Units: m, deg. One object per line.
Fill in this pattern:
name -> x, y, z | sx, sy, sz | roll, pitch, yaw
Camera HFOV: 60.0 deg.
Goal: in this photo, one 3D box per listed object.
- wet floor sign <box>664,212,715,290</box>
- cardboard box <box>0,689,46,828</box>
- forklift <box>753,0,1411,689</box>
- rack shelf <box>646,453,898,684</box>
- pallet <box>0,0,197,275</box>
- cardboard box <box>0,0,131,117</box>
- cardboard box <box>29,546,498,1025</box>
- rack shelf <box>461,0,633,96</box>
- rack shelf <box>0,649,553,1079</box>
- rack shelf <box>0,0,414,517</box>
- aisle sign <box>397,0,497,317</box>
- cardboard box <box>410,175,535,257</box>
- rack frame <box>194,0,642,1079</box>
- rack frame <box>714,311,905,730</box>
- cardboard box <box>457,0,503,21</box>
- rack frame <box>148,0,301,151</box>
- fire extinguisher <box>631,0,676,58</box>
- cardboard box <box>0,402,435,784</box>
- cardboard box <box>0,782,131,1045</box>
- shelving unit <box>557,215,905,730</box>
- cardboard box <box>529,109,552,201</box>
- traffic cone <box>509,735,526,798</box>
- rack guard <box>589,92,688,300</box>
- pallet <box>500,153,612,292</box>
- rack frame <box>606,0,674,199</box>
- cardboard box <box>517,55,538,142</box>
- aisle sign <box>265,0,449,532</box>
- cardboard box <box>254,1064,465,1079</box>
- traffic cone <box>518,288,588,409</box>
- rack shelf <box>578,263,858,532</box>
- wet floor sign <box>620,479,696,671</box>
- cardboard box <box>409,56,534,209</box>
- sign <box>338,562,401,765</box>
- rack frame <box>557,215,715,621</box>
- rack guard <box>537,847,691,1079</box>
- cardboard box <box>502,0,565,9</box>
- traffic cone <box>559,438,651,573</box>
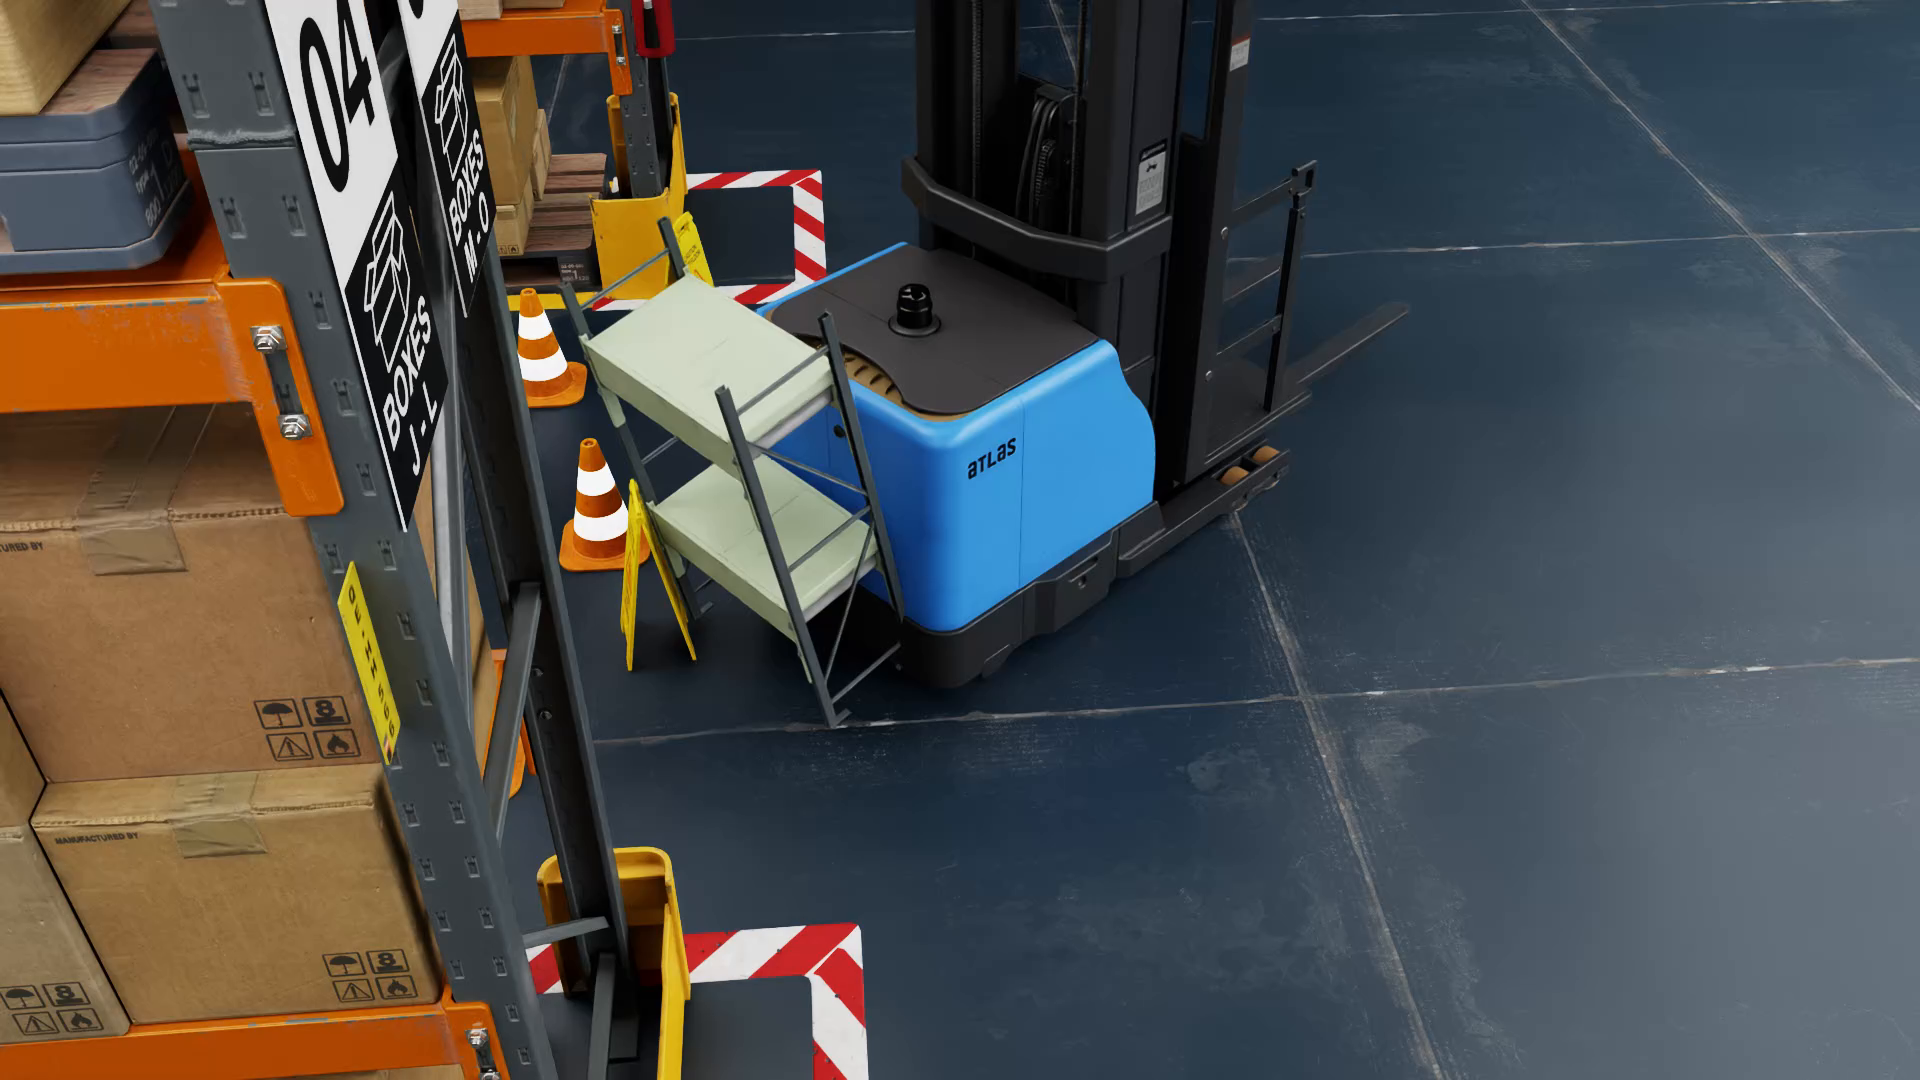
wet floor sign -> -1.163, -1.077, 7.094 | 0.232, 0.644, 0.267 | 9, 39, 12
cardboard box -> -1.821, -0.002, 2.838 | 0.550, 0.550, 0.875 | -3, 38, -4
forklift -> 0.642, -1.467, 5.743 | 1.130, 2.935, 3.031 | 32, 48, 34
rack shelf -> -0.602, 0.048, 5.418 | 0.431, 0.370, 0.720 | -40, 53, -24
pallet -> -1.646, -0.698, 2.363 | 1.213, 0.211, 1.003 | -3, 38, -4
cardboard box -> -1.209, -0.658, 2.024 | 0.250, 0.149, 0.380 | -3, 38, -4
cardboard box -> -1.274, 0.387, 3.217 | 0.550, 0.550, 0.875 | -3, 38, -4
rack shelf -> -3.439, -2.259, 7.272 | 4.000, 0.370, 1.077 | -3, 38, -4
rack shelf -> -2.900, 0.790, 3.408 | 4.000, 0.370, 1.077 | -3, 38, -4
rack shelf -> -2.900, -0.388, 2.479 | 4.000, 0.370, 1.077 | -3, 38, -4
aisle sign -> -0.864, -0.812, 2.759 | 0.004, 0.787, 0.394 | -3, 38, -4
cardboard box -> -2.252, -1.525, 7.642 | 0.500, 0.250, 0.500 | -3, 38, -4
rack frame -> -0.908, 0.397, 3.325 | 0.127, 3.000, 1.000 | -3, 38, -4
rack frame -> -0.392, -0.001, 4.978 | 0.400, 1.500, 0.023 | -40, 53, -24
cardboard box -> -2.043, -2.318, 6.969 | 0.250, 0.149, 0.380 | -4, 38, -5
rack frame -> -0.908, -1.958, 1.466 | 0.127, 3.000, 1.000 | -3, 38, -4
fire extinguisher -> -1.292, -2.343, 6.860 | 0.183, 0.674, 0.296 | -3, 38, -4
cardboard box -> -1.281, -0.089, 2.948 | 0.550, 0.550, 0.875 | -3, 38, -4
cardboard box -> -1.820, 0.430, 3.162 | 0.550, 0.550, 0.875 | -3, 38, -4
shelving unit -> -0.647, -0.170, 5.180 | 0.431, 1.500, 0.755 | -40, 53, -24
cardboard box -> -2.275, -1.863, 8.070 | 0.500, 0.250, 0.500 | -3, 38, -4
traffic cone -> -1.563, 0.546, 5.184 | 0.334, 0.463, 0.336 | -3, 38, -4
rack guard -> -1.523, -1.666, 7.957 | 0.348, 0.500, 1.175 | -3, 38, -4
pallet -> -2.335, -1.530, 8.018 | 1.213, 0.211, 1.003 | -3, 38, -4
rack frame -> -1.447, -2.651, 7.188 | 0.127, 3.000, 1.000 | -3, 38, -4
cardboard box -> -2.299, -2.156, 7.836 | 0.500, 0.500, 0.500 | -4, 38, -5
aisle sign -> -0.811, -0.442, 2.290 | 0.004, 0.787, 0.394 | -3, 38, -4
cardboard box -> -1.578, 1.145, 3.754 | 0.875, 0.875, 0.875 | -3, 38, -4
traffic cone -> -1.761, -0.836, 6.936 | 0.334, 0.463, 0.336 | -3, 38, -4
rack shelf -> -0.701, -0.430, 4.894 | 0.431, 0.370, 0.720 | -40, 53, -24
wet floor sign -> -1.055, 0.098, 5.604 | 0.232, 0.644, 0.267 | -9, 39, -12
cardboard box -> -2.222, -1.826, 7.418 | 0.500, 0.500, 0.500 | -3, 38, -4
sign -> -0.874, 0.185, 2.467 | 0.005, 0.325, 0.100 | -3, 38, -4
rack frame -> -0.901, -0.338, 5.381 | 0.400, 1.500, 0.023 | -40, 53, -24
rack guard -> -0.884, 1.377, 4.101 | 0.348, 0.500, 1.175 | -3, 38, -4
cardboard box -> -1.801, -2.400, 7.073 | 0.250, 0.149, 0.380 | -2, 38, -2
traffic cone -> -1.324, -0.170, 6.091 | 0.334, 0.463, 0.336 | -3, 38, -4
